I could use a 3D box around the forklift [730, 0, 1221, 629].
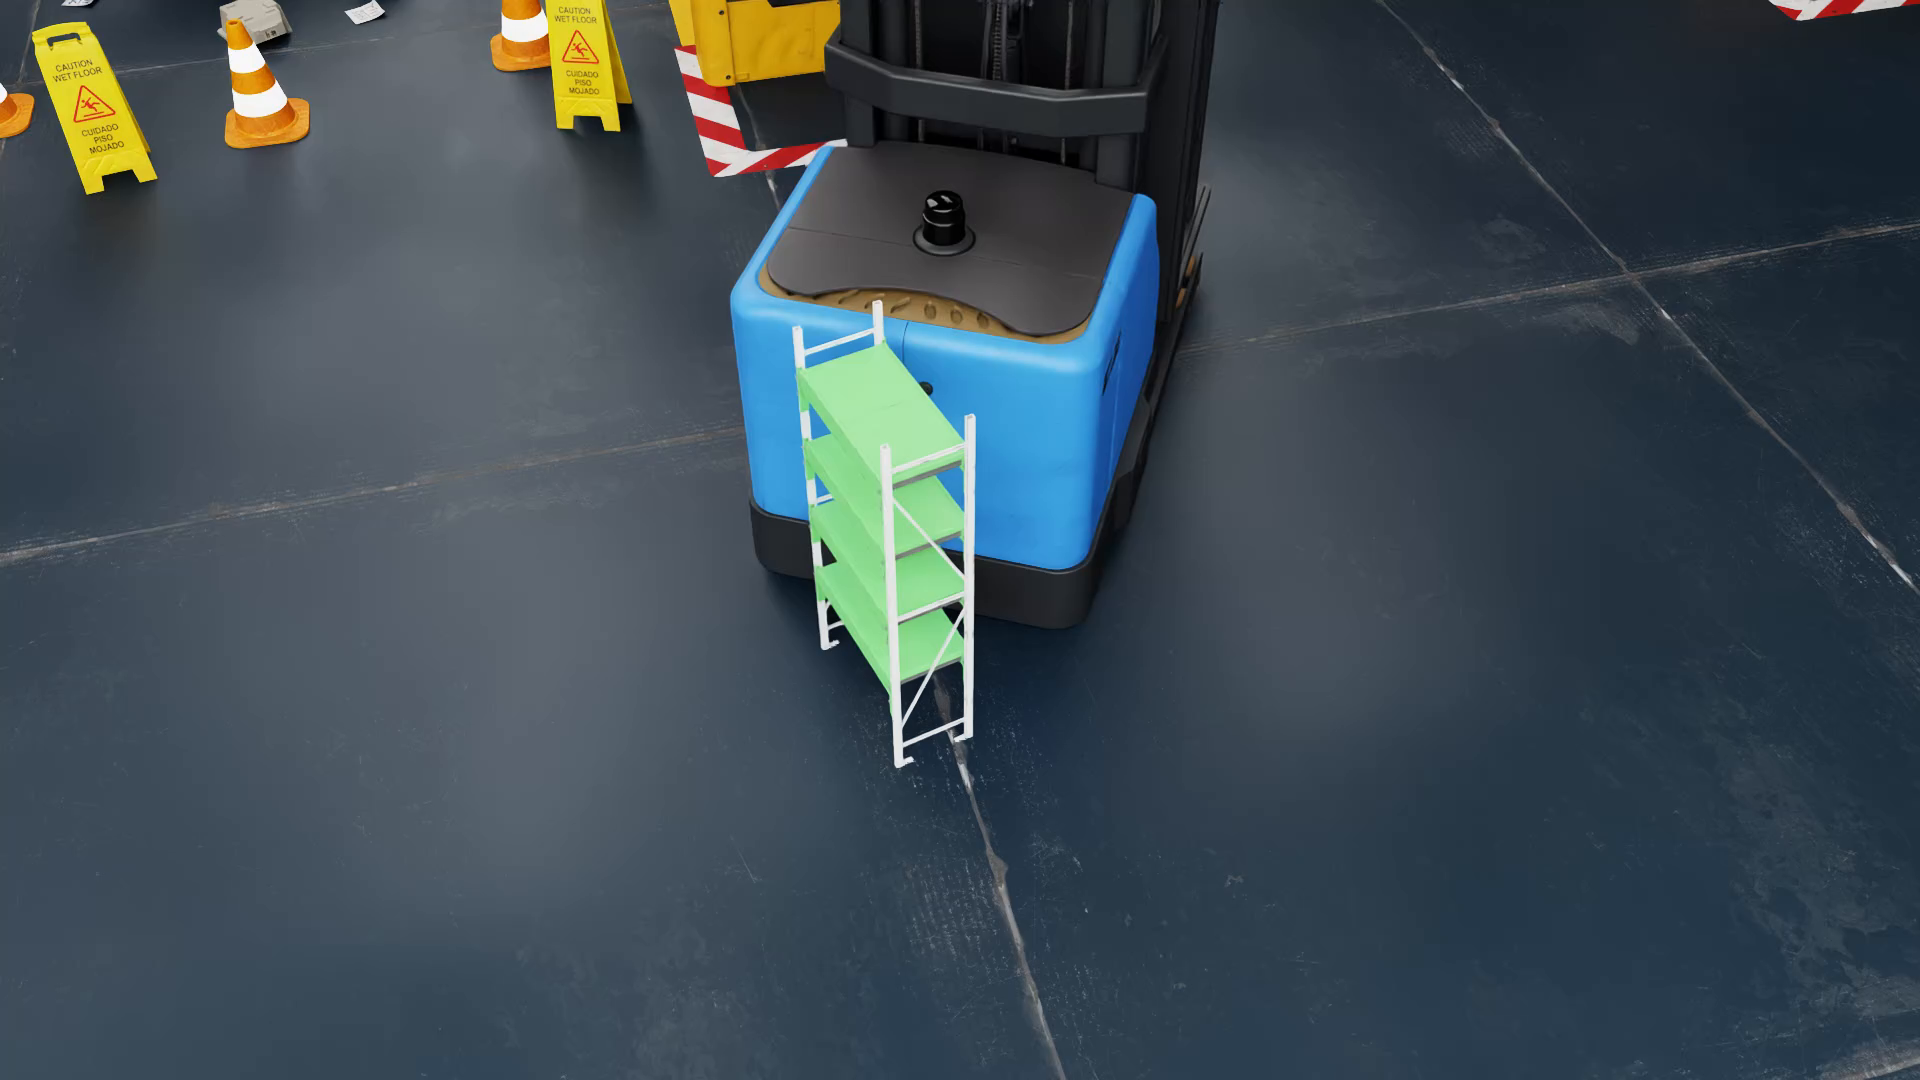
[{"bbox_3d":[0.259,-1.837,4.998,1.130,2.935,3.031,11,47,11],"label":"forklift"}]

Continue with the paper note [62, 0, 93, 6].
[{"bbox_3d":[-4.058,-2.514,7.694,0.144,0.017,0.142,4,46,4],"label":"paper note"}]

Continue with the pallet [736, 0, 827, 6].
[{"bbox_3d":[-0.742,-2.809,7.855,1.003,0.211,1.213,-11,47,-10],"label":"pallet"}]

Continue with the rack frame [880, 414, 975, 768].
[{"bbox_3d":[-0.073,0.171,4.242,0.240,1.200,0.015,-21,49,-19],"label":"rack frame"}]

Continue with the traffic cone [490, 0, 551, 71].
[{"bbox_3d":[-1.906,-2.338,7.217,0.336,0.463,0.334,-11,47,-10],"label":"traffic cone"}]

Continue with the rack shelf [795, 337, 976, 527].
[{"bbox_3d":[-0.188,-0.274,4.095,0.258,0.148,0.480,-21,49,-19],"label":"rack shelf"}]

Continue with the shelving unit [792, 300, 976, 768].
[{"bbox_3d":[-0.188,0.018,4.393,0.258,1.200,0.503,-21,49,-19],"label":"shelving unit"}]

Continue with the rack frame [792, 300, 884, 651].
[{"bbox_3d":[-0.303,-0.136,4.543,0.240,1.200,0.015,-21,49,-19],"label":"rack frame"}]

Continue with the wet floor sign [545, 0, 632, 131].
[{"bbox_3d":[-1.535,-2.014,6.772,0.267,0.644,0.232,4,46,4],"label":"wet floor sign"}]

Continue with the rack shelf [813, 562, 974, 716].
[{"bbox_3d":[-0.188,0.230,4.610,0.258,0.148,0.480,-21,49,-19],"label":"rack shelf"}]

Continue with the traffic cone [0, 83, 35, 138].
[{"bbox_3d":[-4.072,-1.928,6.816,0.336,0.463,0.334,-11,47,-10],"label":"traffic cone"}]

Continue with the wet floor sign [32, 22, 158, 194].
[{"bbox_3d":[-3.387,-1.708,6.472,0.267,0.644,0.232,-18,48,-17],"label":"wet floor sign"}]

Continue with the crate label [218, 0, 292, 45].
[{"bbox_3d":[-3.153,-2.318,7.425,0.250,0.136,0.298,-35,55,-30],"label":"crate label"}]

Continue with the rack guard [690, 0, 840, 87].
[{"bbox_3d":[-0.569,-2.342,7.195,1.175,0.500,0.348,-11,47,-10],"label":"rack guard"}]

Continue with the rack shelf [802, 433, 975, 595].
[{"bbox_3d":[-0.188,-0.106,4.267,0.258,0.148,0.480,-21,49,-19],"label":"rack shelf"}]

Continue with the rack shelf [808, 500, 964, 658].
[{"bbox_3d":[-0.188,0.062,4.438,0.258,0.148,0.480,-21,49,-19],"label":"rack shelf"}]

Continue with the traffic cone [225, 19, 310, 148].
[{"bbox_3d":[-2.892,-1.900,6.788,0.336,0.463,0.334,-11,47,-10],"label":"traffic cone"}]

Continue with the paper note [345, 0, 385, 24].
[{"bbox_3d":[-2.715,-2.414,7.595,0.148,0.019,0.142,-26,51,-24],"label":"paper note"}]

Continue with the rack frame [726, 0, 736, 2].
[{"bbox_3d":[-0.549,-3.165,6.251,1.000,3.000,0.127,-11,47,-10],"label":"rack frame"}]
